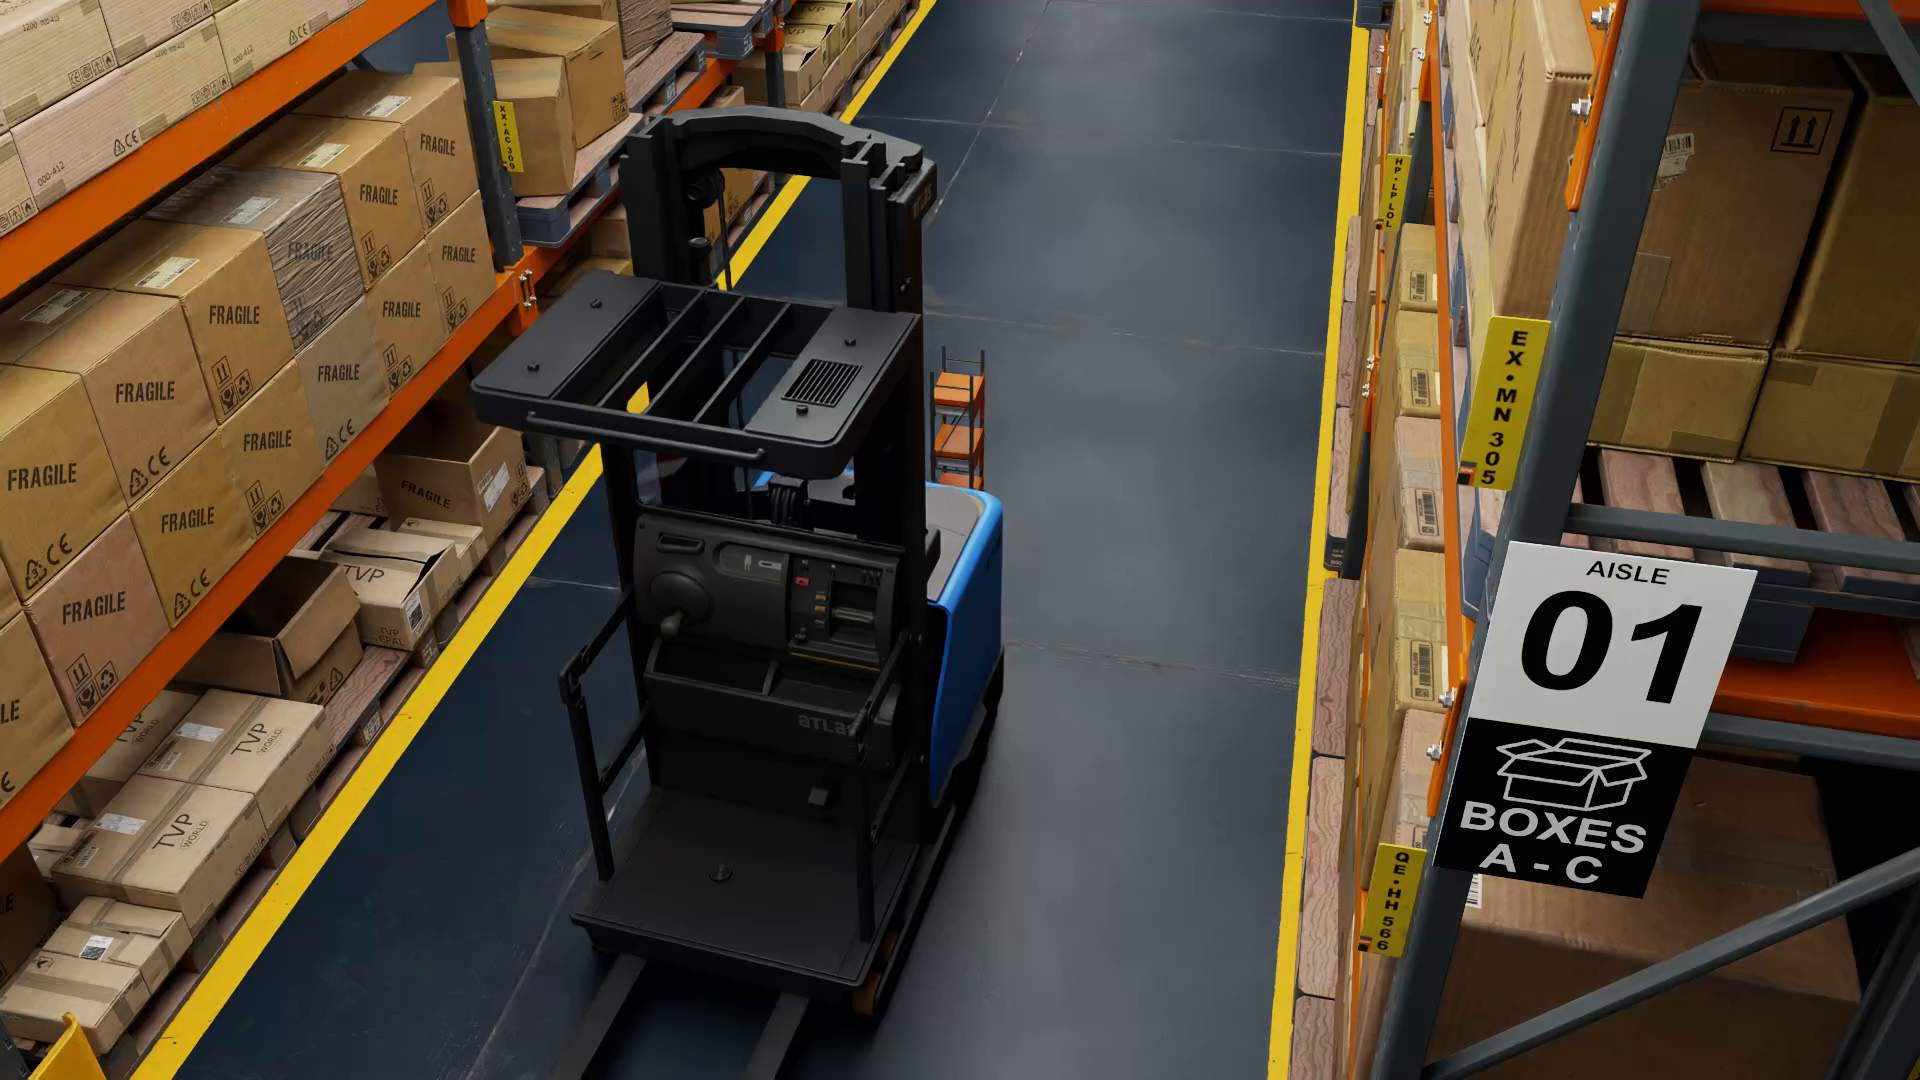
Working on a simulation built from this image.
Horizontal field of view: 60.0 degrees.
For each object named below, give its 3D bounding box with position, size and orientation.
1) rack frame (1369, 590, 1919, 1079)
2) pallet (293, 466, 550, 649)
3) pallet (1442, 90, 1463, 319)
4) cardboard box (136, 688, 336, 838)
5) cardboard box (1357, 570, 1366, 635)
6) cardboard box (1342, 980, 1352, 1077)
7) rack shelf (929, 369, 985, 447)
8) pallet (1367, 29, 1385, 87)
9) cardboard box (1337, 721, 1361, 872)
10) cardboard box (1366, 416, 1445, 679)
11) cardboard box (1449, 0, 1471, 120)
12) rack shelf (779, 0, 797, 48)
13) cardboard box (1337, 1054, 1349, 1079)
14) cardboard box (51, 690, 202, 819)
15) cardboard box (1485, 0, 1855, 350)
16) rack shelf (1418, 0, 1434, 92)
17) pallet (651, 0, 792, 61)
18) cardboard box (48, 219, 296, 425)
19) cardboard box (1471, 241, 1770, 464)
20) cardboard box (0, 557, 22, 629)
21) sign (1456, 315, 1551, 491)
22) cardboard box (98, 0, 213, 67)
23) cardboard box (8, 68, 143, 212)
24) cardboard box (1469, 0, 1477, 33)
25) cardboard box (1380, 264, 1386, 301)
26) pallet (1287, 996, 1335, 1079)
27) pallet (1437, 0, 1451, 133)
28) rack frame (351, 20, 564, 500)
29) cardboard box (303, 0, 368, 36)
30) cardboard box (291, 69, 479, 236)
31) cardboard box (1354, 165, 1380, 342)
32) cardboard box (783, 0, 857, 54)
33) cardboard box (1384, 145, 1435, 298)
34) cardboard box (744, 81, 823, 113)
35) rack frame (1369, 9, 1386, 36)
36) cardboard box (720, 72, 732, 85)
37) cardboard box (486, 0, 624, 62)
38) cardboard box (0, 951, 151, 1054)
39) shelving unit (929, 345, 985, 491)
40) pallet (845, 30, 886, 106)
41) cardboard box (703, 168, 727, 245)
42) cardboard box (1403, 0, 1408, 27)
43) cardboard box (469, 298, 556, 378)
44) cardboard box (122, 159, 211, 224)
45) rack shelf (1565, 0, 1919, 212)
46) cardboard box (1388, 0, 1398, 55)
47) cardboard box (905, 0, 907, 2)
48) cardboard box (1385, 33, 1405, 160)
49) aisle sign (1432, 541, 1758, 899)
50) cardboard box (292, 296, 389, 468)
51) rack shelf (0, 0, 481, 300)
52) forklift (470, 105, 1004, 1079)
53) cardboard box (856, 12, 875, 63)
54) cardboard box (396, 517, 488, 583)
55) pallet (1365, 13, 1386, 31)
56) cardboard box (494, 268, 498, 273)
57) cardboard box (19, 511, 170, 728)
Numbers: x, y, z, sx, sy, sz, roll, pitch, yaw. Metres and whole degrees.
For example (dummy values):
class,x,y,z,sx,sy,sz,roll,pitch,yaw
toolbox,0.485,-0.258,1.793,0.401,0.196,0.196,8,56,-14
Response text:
class,x,y,z,sx,sy,sz,roll,pitch,yaw
rack frame,1.428,1.395,3.769,1.000,3.000,0.127,7,37,10
pallet,-2.705,0.006,8.062,1.003,0.211,1.213,7,37,10
pallet,1.835,-0.912,4.472,1.003,0.211,1.213,7,37,10
cardboard box,-2.805,0.862,6.473,0.500,0.250,0.500,7,37,10
cardboard box,1.771,0.271,6.540,0.380,0.149,0.250,8,37,12
cardboard box,1.330,1.464,4.893,0.380,0.149,0.250,7,37,9
rack shelf,-0.011,-0.616,7.739,0.215,0.259,0.240,7,37,10
pallet,3.827,-3.909,13.464,1.003,0.211,1.213,7,37,10
cardboard box,1.801,0.941,6.167,0.700,0.500,0.500,8,37,11
cardboard box,1.844,0.125,5.265,0.980,0.700,0.700,6,36,8
cardboard box,1.652,-1.314,4.636,0.500,0.250,0.500,6,36,9
rack shelf,-1.276,-4.666,12.744,1.077,0.370,4.000,7,37,10
cardboard box,1.480,1.823,4.951,0.700,0.500,0.500,7,37,10
cardboard box,-3.304,0.828,6.520,0.500,0.250,0.500,7,37,10
cardboard box,1.318,-0.727,3.186,0.500,0.500,0.500,7,37,10
rack shelf,2.710,-2.968,7.846,1.077,0.370,4.000,7,37,10
pallet,-1.779,-3.335,10.459,1.213,0.211,1.003,7,37,10
cardboard box,-2.736,-0.769,5.817,0.500,0.500,0.500,7,37,10
cardboard box,1.326,-0.422,3.406,0.500,0.250,0.500,8,37,11
cardboard box,-3.059,0.110,4.606,0.500,0.500,0.500,8,37,11
sign,0.901,-0.222,2.757,0.100,0.325,0.005,7,37,10
cardboard box,-2.723,-1.701,5.187,0.500,0.250,0.500,7,37,10
cardboard box,-2.829,-1.212,4.938,0.500,0.250,0.500,7,37,10
cardboard box,1.653,-1.613,4.410,0.500,0.500,0.500,8,37,10
cardboard box,2.109,-1.182,7.521,0.380,0.149,0.250,8,37,11
pallet,1.523,2.056,5.234,1.003,0.211,1.213,7,37,10
pallet,2.098,-1.609,5.434,1.003,0.211,1.213,7,37,10
rack frame,-2.557,-1.517,7.787,1.000,3.000,0.127,7,37,10
cardboard box,-2.519,-2.073,6.127,0.500,0.250,0.500,7,37,10
cardboard box,-2.412,-1.640,7.020,0.500,0.500,0.500,7,37,10
cardboard box,2.659,-1.584,9.354,0.750,0.750,0.750,7,37,10
cardboard box,-1.089,-3.952,12.654,0.500,0.311,0.500,6,36,9
cardboard box,2.135,-1.364,7.220,0.500,0.500,0.500,7,36,9
cardboard box,-1.304,-3.130,11.998,0.500,0.250,0.500,7,37,10
rack frame,3.992,-5.485,13.261,1.000,3.000,0.127,7,37,10
cardboard box,-1.832,-3.425,11.927,0.500,0.311,0.500,8,37,11
cardboard box,-2.240,-2.748,9.043,0.700,0.500,0.500,-1,36,-2
cardboard box,-2.987,1.555,5.602,0.380,0.149,0.250,7,37,10
shelving unit,-0.011,-0.394,7.900,0.215,1.050,0.252,7,37,10
pallet,-1.226,-3.846,13.376,1.003,0.211,1.213,7,37,10
cardboard box,-1.784,-2.114,10.366,0.500,0.500,0.500,6,36,8
cardboard box,2.571,-2.841,8.619,0.500,0.250,0.500,8,37,10
cardboard box,-2.216,-0.930,8.732,0.500,0.500,0.500,6,36,8
cardboard box,-3.153,-1.137,6.326,0.500,0.500,0.500,6,36,9
rack shelf,1.856,-1.728,3.919,1.077,0.370,4.000,7,37,10
cardboard box,2.783,-3.114,9.635,0.500,0.500,0.500,8,37,11
cardboard box,-0.654,-4.886,14.421,0.500,0.250,0.500,7,37,10
cardboard box,2.452,-2.231,8.417,0.500,0.500,0.500,8,37,11
aisle sign,1.120,0.346,3.001,0.394,0.787,0.004,7,37,10
cardboard box,-2.630,-0.648,6.503,0.500,0.500,0.500,8,37,11
rack shelf,-2.985,-1.294,5.536,1.077,0.370,4.000,7,37,10
forklift,-0.719,0.244,5.416,1.130,2.935,3.031,10,37,13
cardboard box,-0.983,-4.011,13.214,0.500,0.250,0.500,8,37,11
cardboard box,-2.423,0.044,7.688,0.380,0.149,0.250,7,37,10
pallet,4.100,-4.745,14.617,1.003,0.211,1.213,7,37,10
cardboard box,-2.618,-1.284,9.221,0.500,0.500,0.500,7,37,10
cardboard box,-2.954,0.218,5.308,0.500,0.500,0.500,7,37,10
